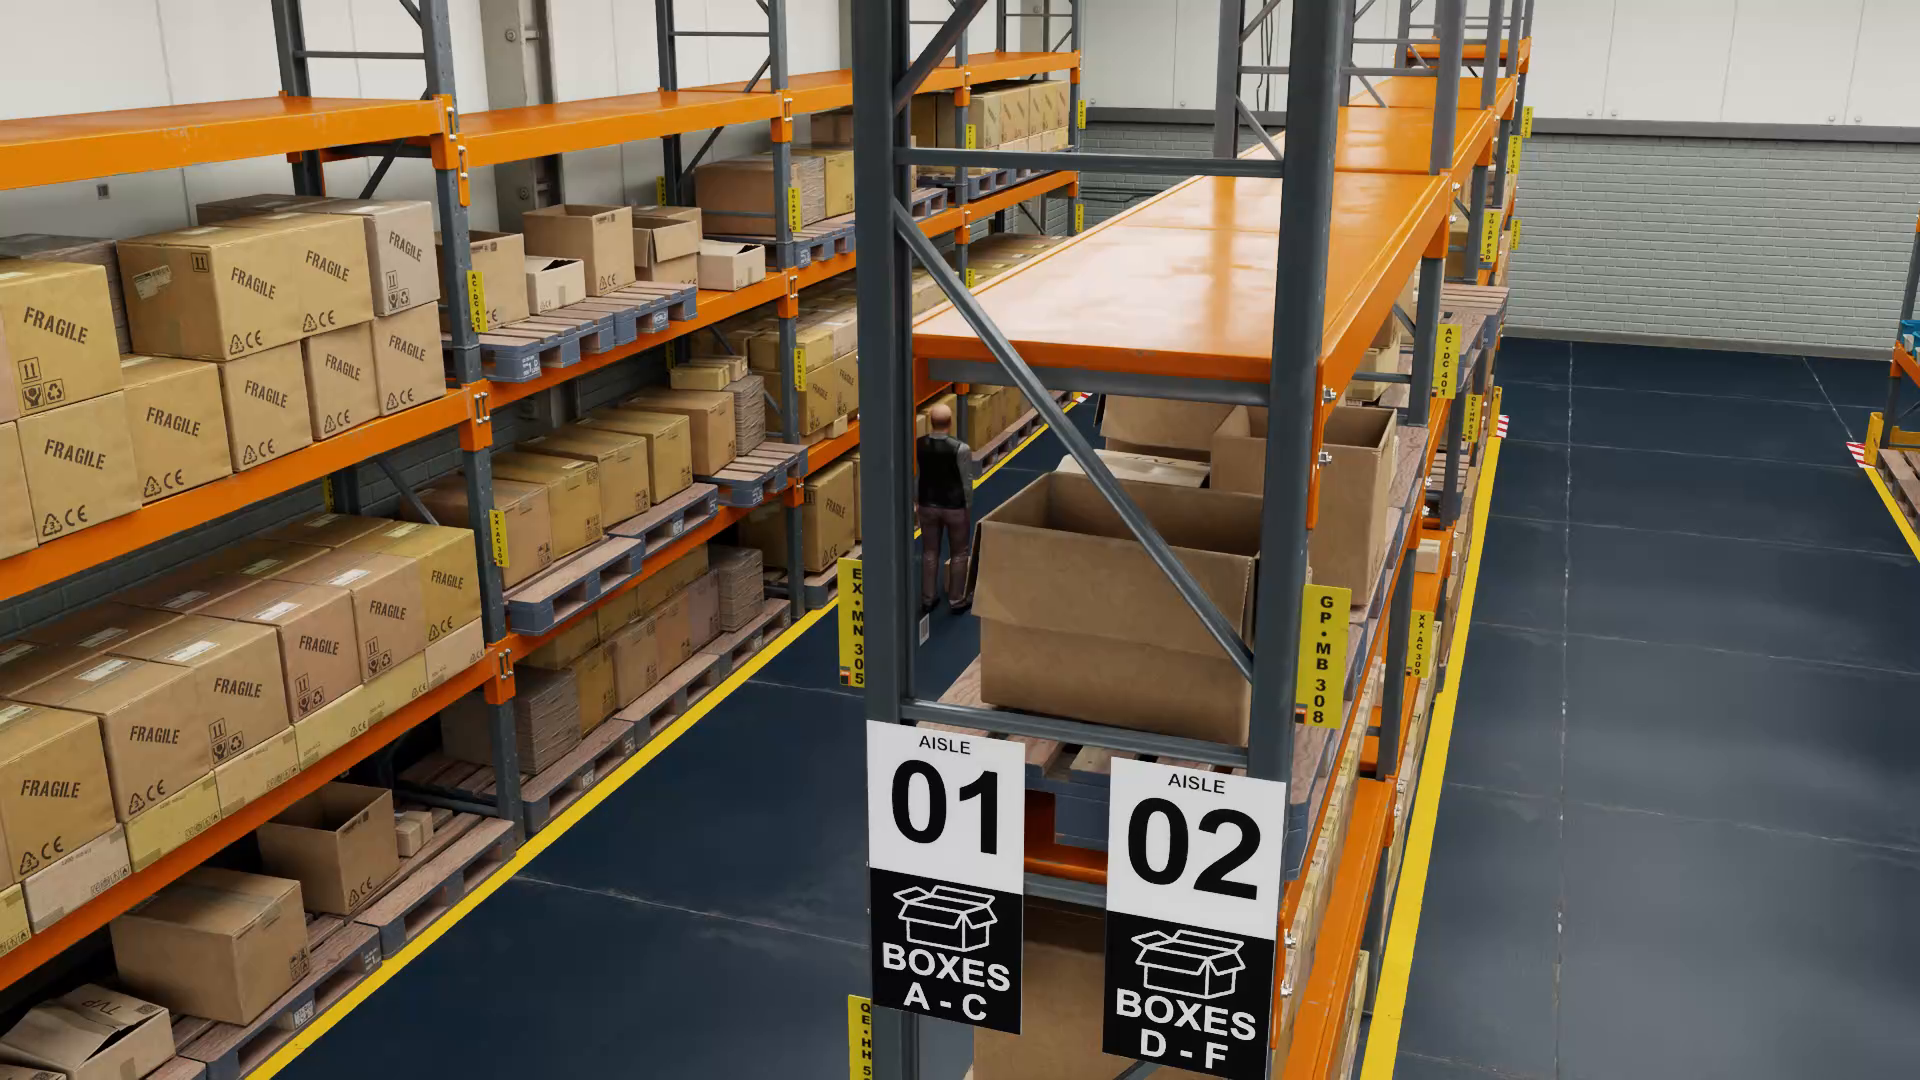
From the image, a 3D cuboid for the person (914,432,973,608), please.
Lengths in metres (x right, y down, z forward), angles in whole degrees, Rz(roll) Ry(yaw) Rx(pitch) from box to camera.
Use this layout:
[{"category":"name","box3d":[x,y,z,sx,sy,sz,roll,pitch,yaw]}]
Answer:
[{"category":"person","box3d":[-0.143,-0.189,13.400,0.533,1.453,0.358,6,20,19]}]
